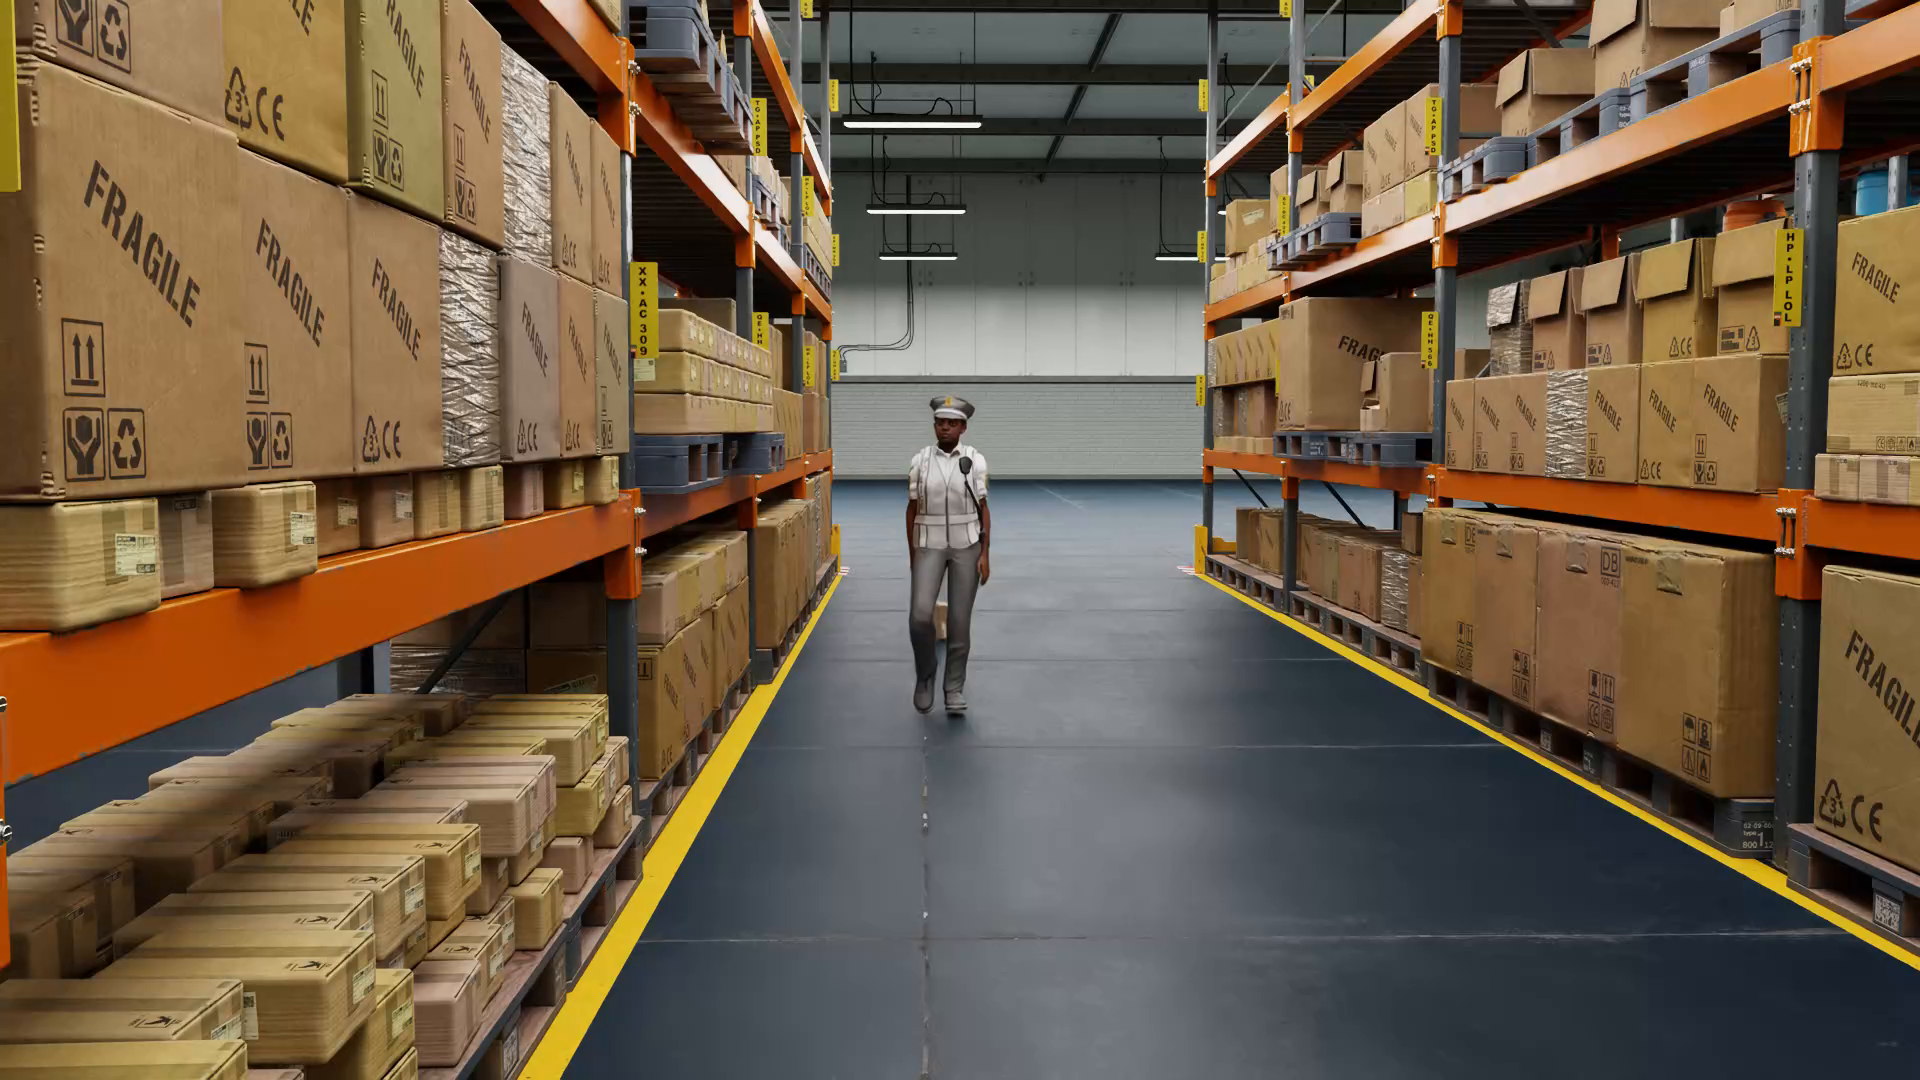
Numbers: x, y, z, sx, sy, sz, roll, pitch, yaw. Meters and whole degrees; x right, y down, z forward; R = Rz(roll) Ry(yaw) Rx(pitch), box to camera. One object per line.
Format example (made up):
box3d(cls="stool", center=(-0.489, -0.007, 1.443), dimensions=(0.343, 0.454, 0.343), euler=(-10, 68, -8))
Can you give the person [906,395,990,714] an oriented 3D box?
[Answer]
box3d(cls="person", center=(-0.065, 0.083, 8.853), dimensions=(0.454, 1.706, 0.431), euler=(0, 4, 1))
